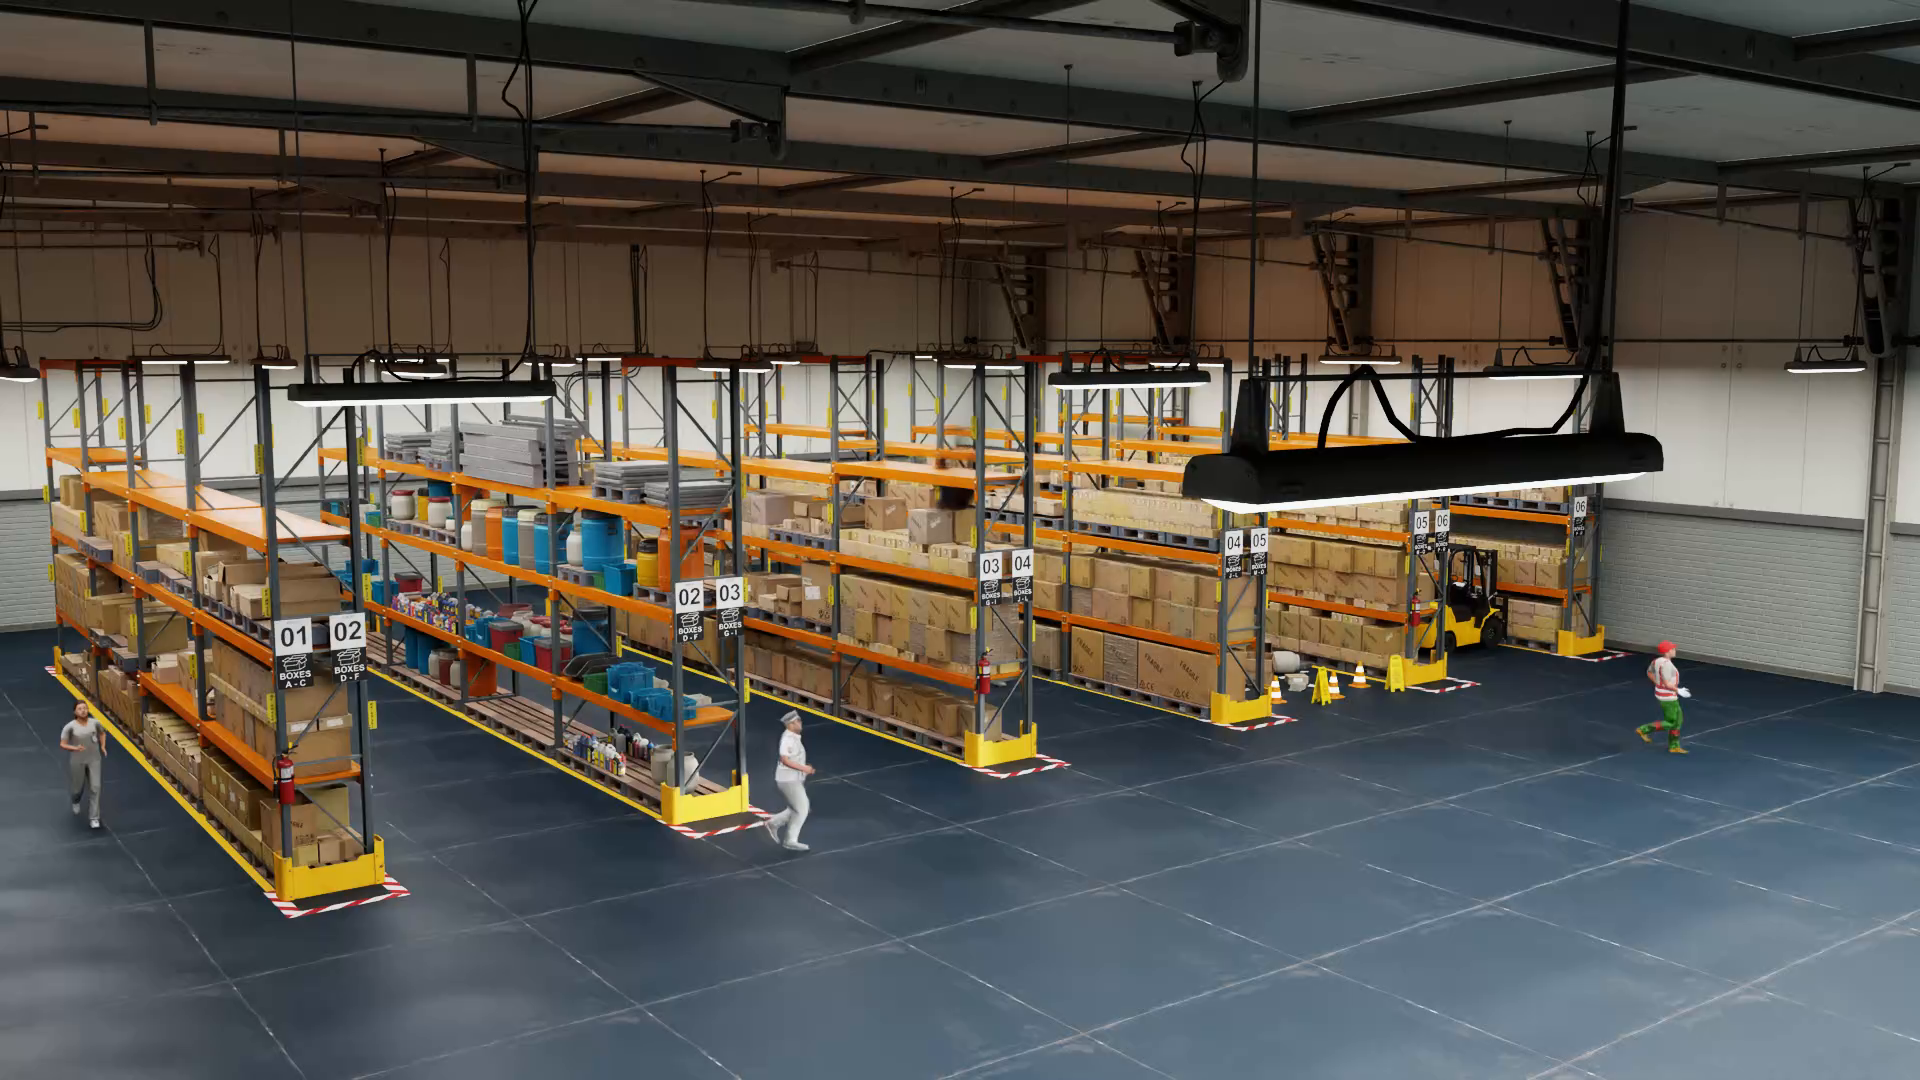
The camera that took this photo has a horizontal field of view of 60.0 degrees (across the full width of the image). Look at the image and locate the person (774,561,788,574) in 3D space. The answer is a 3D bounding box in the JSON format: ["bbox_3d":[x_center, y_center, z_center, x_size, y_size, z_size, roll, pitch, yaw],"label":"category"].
[{"bbox_3d":[-4.534,0.424,42.375,0.585,1.660,0.721,-4,8,-32],"label":"person"}]

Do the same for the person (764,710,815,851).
[{"bbox_3d":[-2.136,2.988,20.839,0.651,1.736,0.713,0,7,-2],"label":"person"}]

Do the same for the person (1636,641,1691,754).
[{"bbox_3d":[10.800,2.415,25.525,0.825,1.754,0.669,1,7,8],"label":"person"}]

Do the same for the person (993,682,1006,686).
[{"bbox_3d":[0.741,1.859,30.445,0.592,1.651,0.539,-6,9,-42],"label":"person"}]

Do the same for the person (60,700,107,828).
[{"bbox_3d":[-11.453,2.902,21.780,0.577,1.641,0.877,-5,9,-38],"label":"person"}]
